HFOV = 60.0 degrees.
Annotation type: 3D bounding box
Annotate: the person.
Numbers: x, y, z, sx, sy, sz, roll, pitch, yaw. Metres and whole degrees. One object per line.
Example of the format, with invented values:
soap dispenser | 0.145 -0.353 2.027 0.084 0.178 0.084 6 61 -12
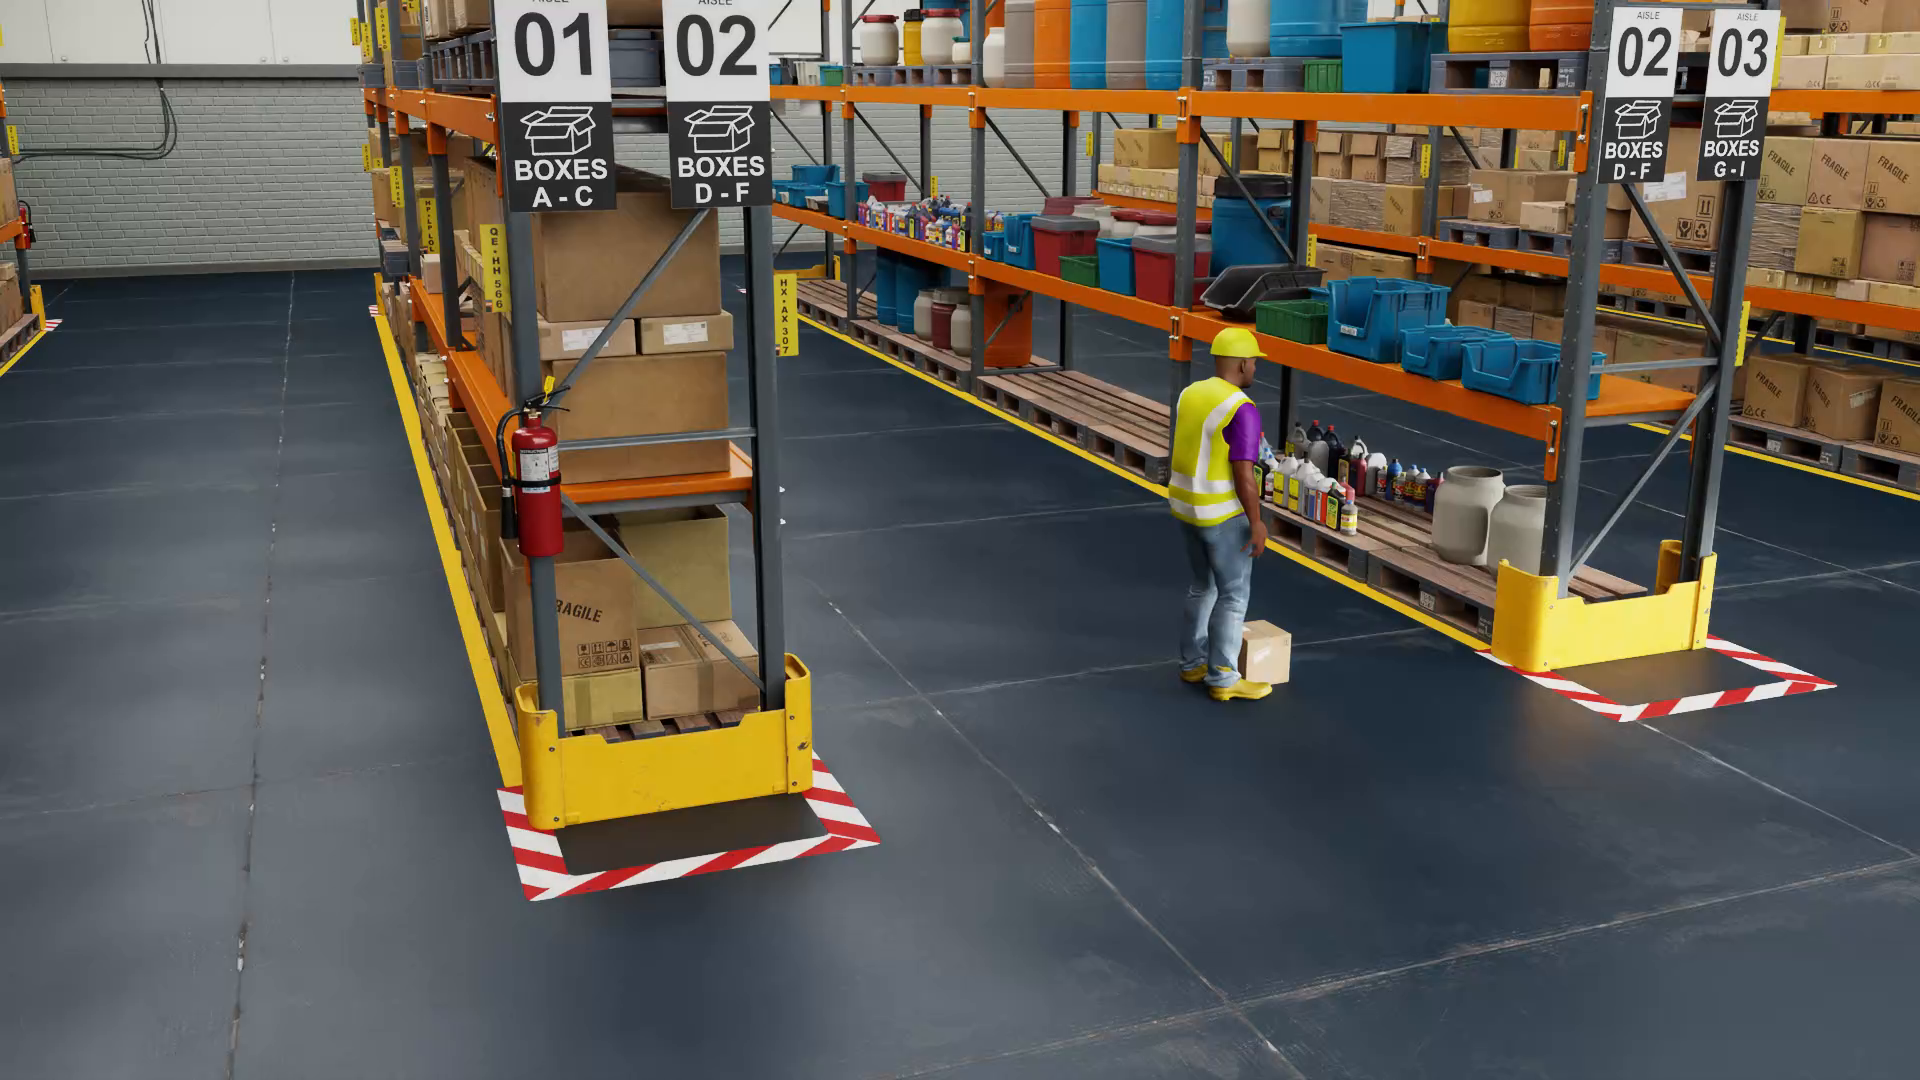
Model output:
person | 1.251 -0.139 7.994 0.458 1.760 0.634 -7 17 -23
